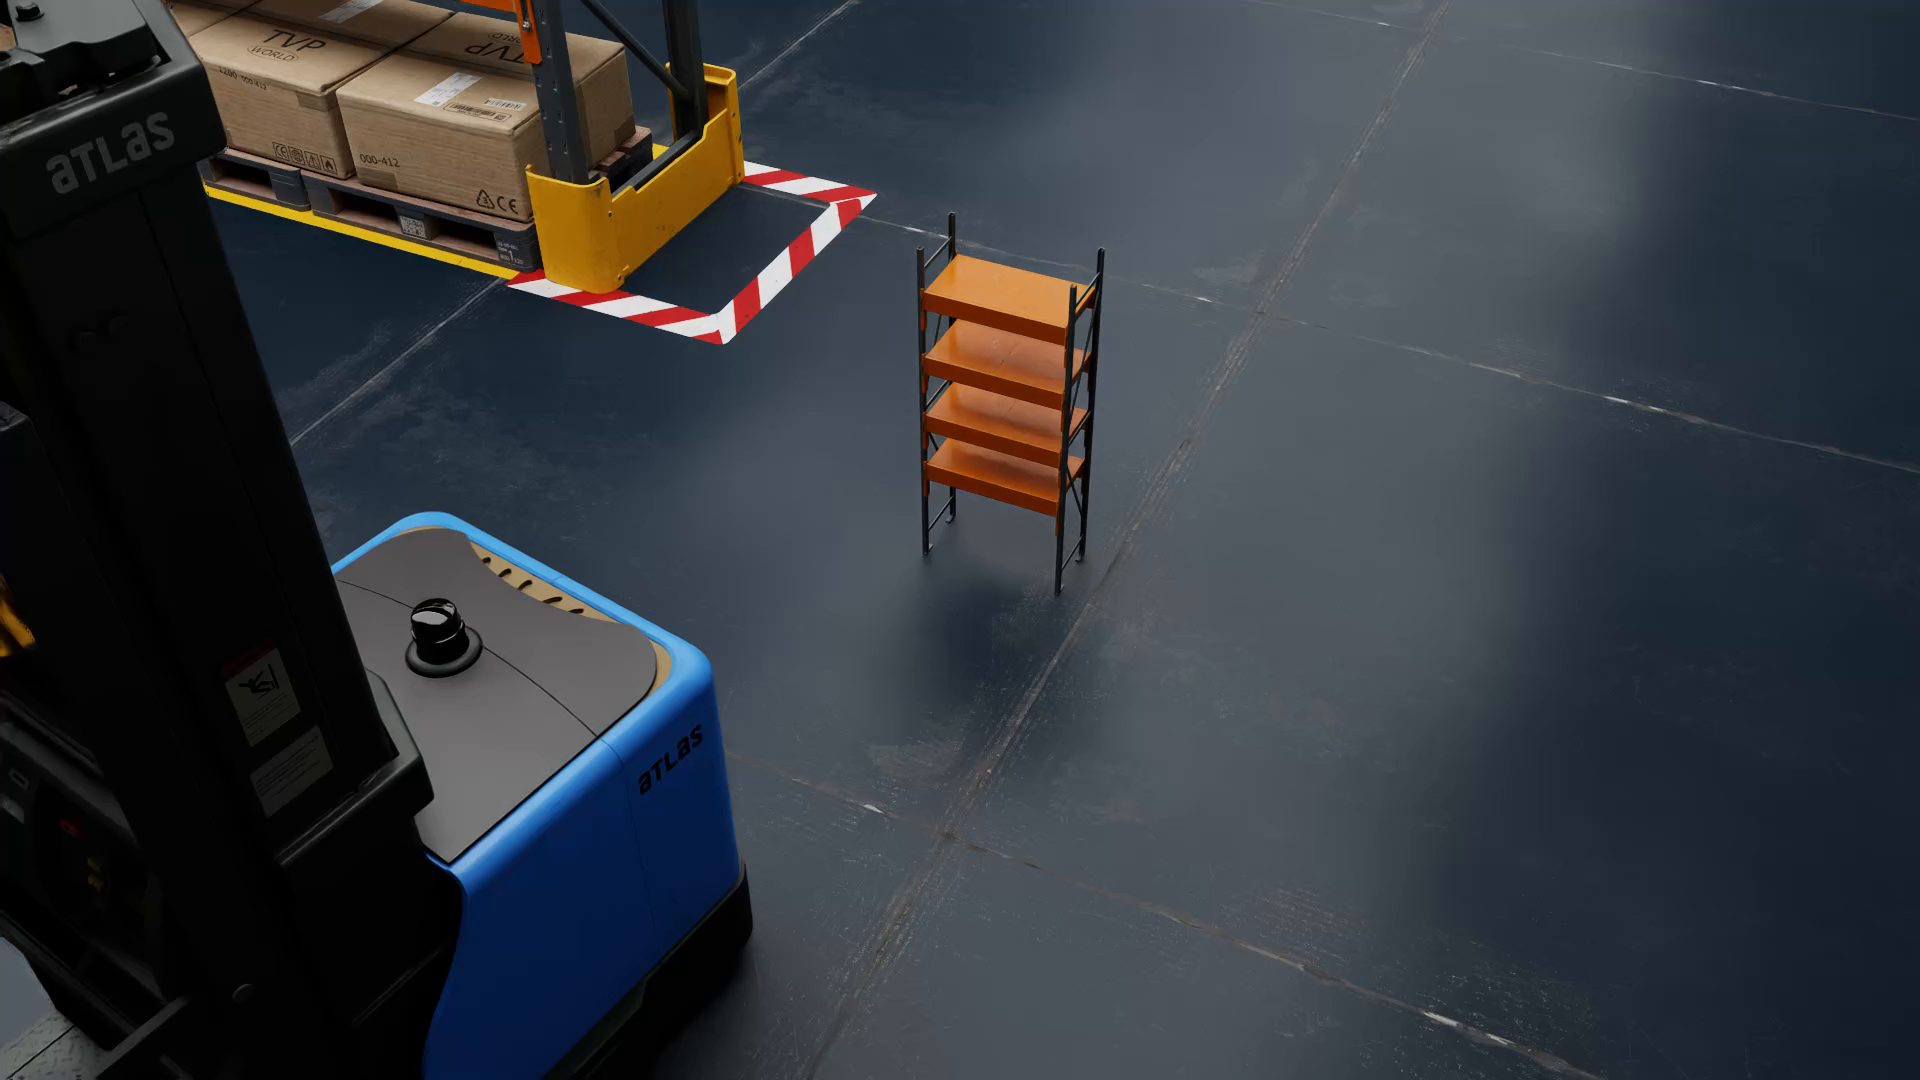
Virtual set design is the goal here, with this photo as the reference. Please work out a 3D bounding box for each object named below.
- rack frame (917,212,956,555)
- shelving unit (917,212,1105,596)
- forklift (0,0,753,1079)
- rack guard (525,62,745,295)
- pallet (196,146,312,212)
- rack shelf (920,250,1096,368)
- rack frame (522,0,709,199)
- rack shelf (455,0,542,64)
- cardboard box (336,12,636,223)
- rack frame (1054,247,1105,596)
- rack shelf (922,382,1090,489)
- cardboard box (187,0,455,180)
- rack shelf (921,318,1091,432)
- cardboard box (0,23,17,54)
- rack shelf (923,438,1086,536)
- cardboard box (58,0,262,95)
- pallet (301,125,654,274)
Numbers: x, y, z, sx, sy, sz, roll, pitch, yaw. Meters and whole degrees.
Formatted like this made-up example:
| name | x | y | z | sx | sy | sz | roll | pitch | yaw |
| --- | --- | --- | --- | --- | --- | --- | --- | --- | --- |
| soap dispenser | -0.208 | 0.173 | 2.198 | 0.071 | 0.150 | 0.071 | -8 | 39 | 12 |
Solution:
| name | x | y | z | sx | sy | sz | roll | pitch | yaw |
| --- | --- | --- | --- | --- | --- | --- | --- | --- | --- |
| rack frame | -0.071 | -0.475 | 5.382 | 0.015 | 1.200 | 0.240 | 17 | 44 | 19 |
| shelving unit | 0.150 | -0.408 | 5.304 | 0.503 | 1.200 | 0.258 | 17 | 44 | 19 |
| forklift | -1.813 | 0.578 | 2.846 | 1.130 | 2.935 | 3.031 | 25 | 47 | 26 |
| rack guard | -1.375 | -1.592 | 7.206 | 0.348 | 0.500 | 1.175 | 17 | 44 | 19 |
| pallet | -3.256 | -2.004 | 7.900 | 1.213 | 0.211 | 1.003 | 17 | 44 | 19 |
| rack shelf | 0.150 | -0.705 | 5.047 | 0.480 | 0.148 | 0.258 | 17 | 44 | 19 |
| rack frame | -1.396 | -2.544 | 6.394 | 0.127 | 3.000 | 1.000 | 17 | 44 | 19 |
| rack shelf | -3.209 | -2.826 | 7.269 | 4.000 | 0.370 | 1.077 | 17 | 44 | 19 |
| cardboard box | -2.037 | -1.858 | 7.238 | 0.875 | 0.438 | 0.875 | 16 | 43 | 17 |
| rack frame | 0.371 | -0.340 | 5.226 | 0.015 | 1.200 | 0.240 | 17 | 44 | 19 |
| rack shelf | 0.150 | -0.357 | 5.348 | 0.480 | 0.148 | 0.258 | 17 | 44 | 19 |
| cardboard box | -2.870 | -2.106 | 7.525 | 0.875 | 0.438 | 0.875 | 18 | 44 | 20 |
| rack shelf | 0.150 | -0.526 | 5.202 | 0.480 | 0.148 | 0.258 | 17 | 44 | 19 |
| cardboard box | -4.498 | -2.604 | 8.100 | 0.875 | 0.438 | 0.875 | 16 | 44 | 18 |
| rack shelf | 0.150 | -0.207 | 5.478 | 0.480 | 0.148 | 0.258 | 17 | 44 | 19 |
| cardboard box | -3.686 | -2.357 | 7.814 | 0.875 | 0.438 | 0.875 | 16 | 43 | 17 |
| pallet | -2.154 | -1.665 | 7.510 | 1.213 | 0.211 | 1.003 | 17 | 44 | 19 |
